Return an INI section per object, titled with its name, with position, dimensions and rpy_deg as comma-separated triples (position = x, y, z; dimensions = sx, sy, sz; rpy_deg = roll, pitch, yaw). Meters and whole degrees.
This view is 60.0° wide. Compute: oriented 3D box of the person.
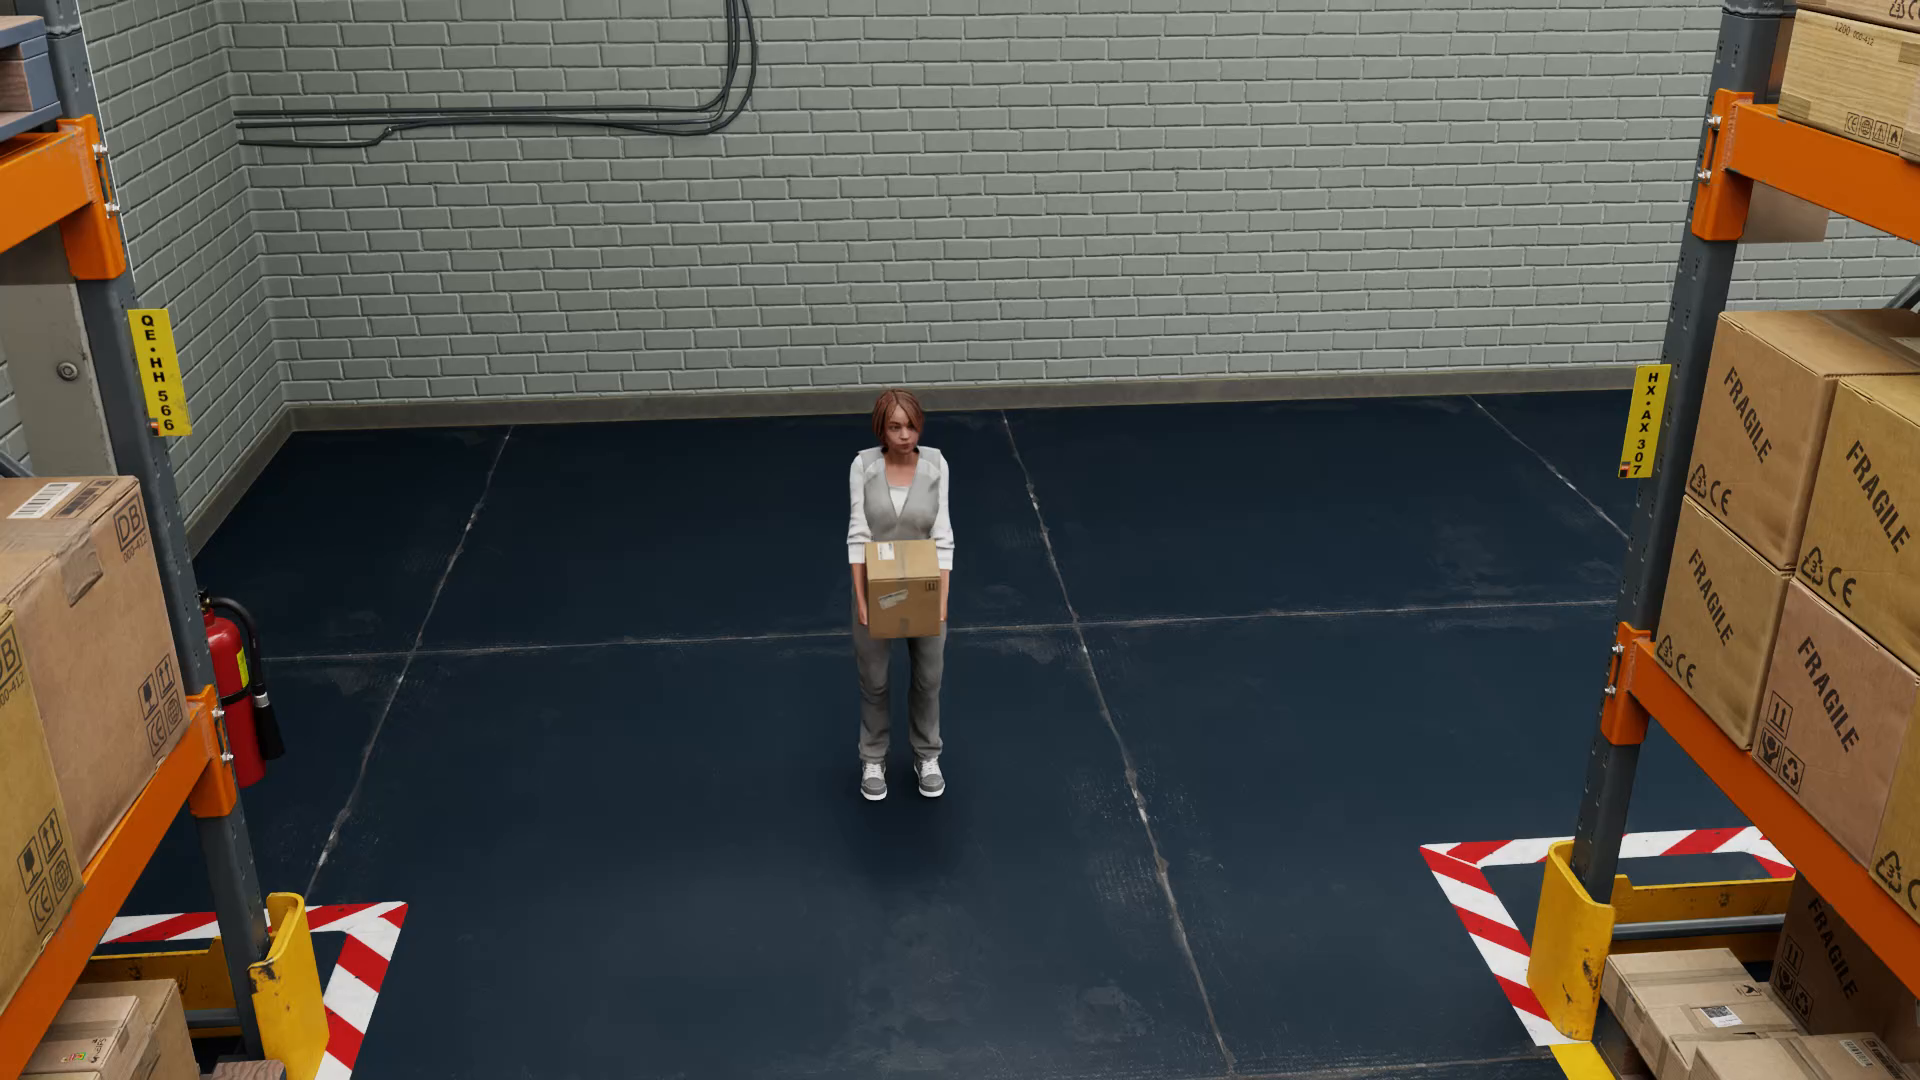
[person]
position = -0.214, 0.245, 6.072
dimensions = 0.385, 1.598, 0.498
rpy_deg = -2, 24, -5
